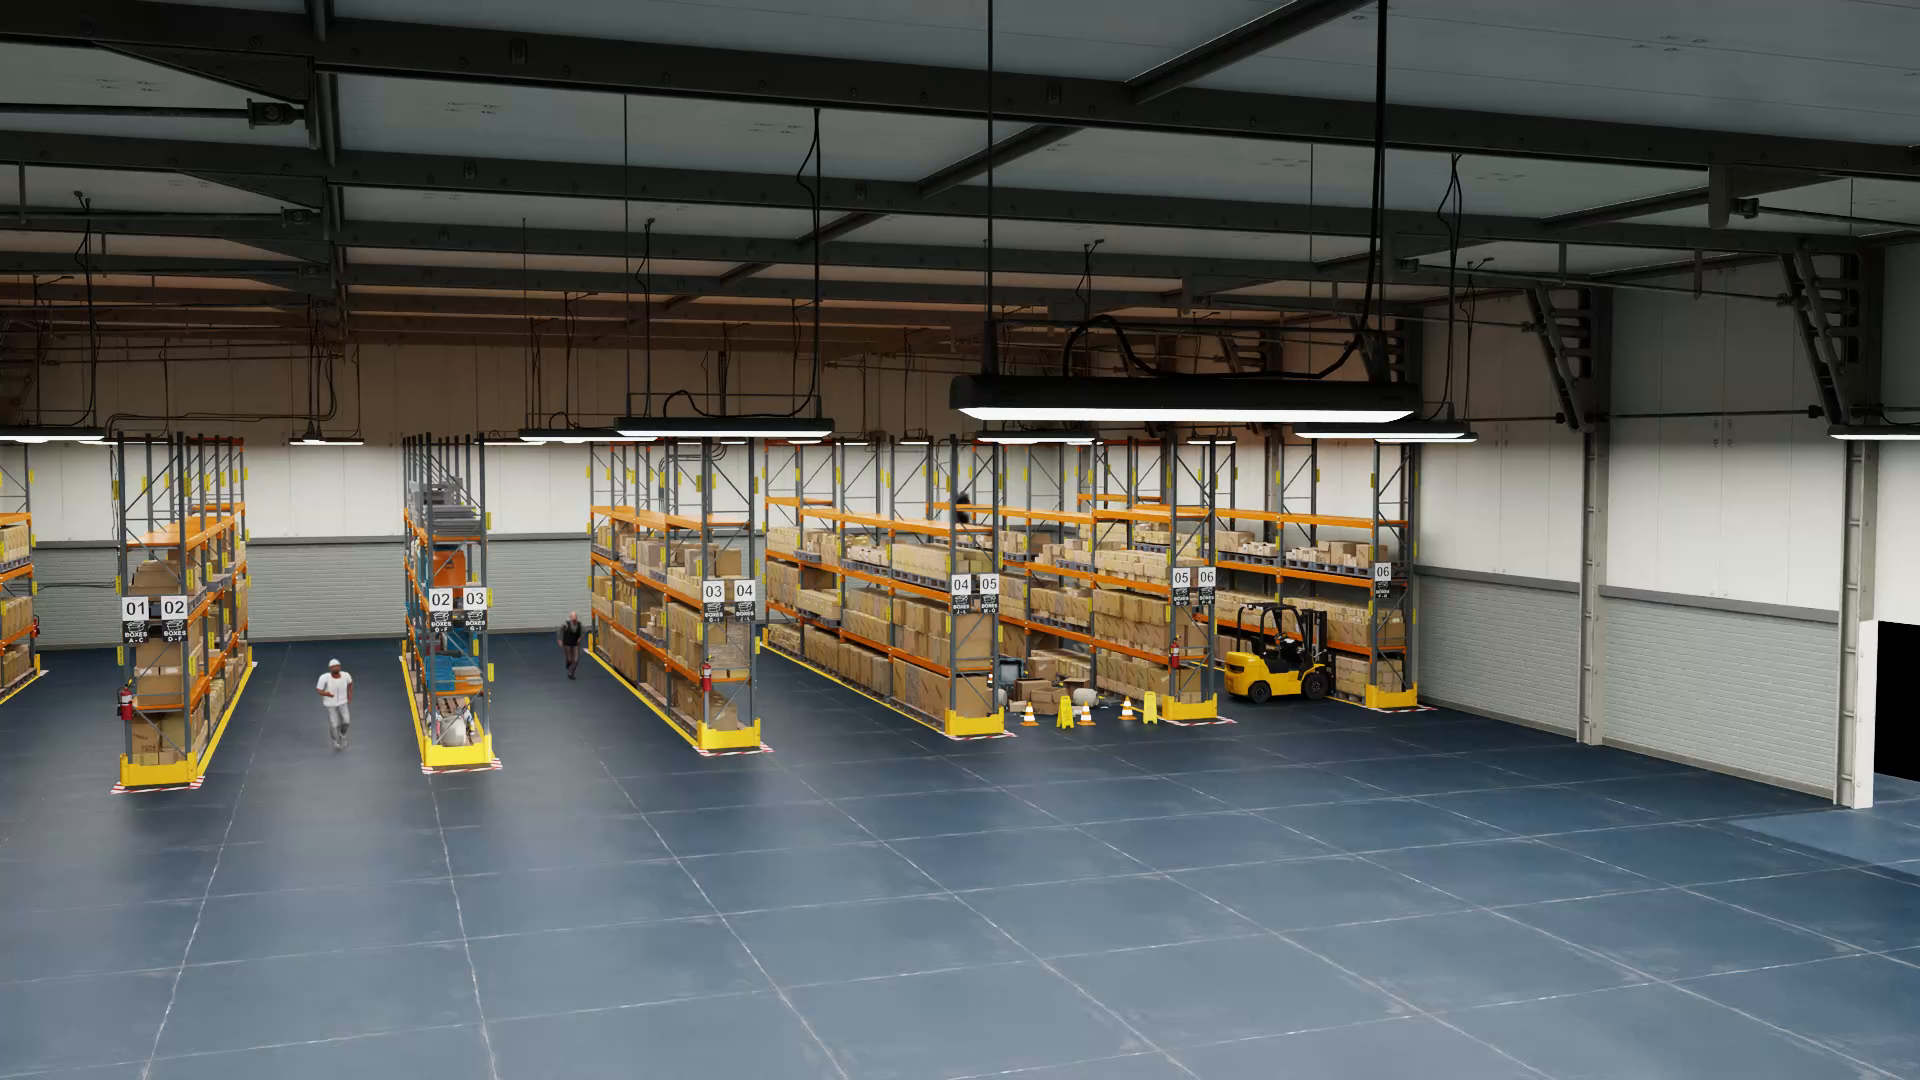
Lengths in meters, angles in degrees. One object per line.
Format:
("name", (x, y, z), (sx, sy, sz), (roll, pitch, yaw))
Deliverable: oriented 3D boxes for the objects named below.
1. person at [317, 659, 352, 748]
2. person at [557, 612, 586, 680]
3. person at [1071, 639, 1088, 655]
("person", (-11.783, 3.100, 31.419), (0.691, 1.714, 0.678), (-2, 4, -32))
("person", (-9.620, 2.622, 41.206), (0.693, 1.678, 0.681), (-1, 3, -25))
("person", (3.168, 2.447, 44.645), (0.615, 1.626, 0.552), (-1, 3, -24))
